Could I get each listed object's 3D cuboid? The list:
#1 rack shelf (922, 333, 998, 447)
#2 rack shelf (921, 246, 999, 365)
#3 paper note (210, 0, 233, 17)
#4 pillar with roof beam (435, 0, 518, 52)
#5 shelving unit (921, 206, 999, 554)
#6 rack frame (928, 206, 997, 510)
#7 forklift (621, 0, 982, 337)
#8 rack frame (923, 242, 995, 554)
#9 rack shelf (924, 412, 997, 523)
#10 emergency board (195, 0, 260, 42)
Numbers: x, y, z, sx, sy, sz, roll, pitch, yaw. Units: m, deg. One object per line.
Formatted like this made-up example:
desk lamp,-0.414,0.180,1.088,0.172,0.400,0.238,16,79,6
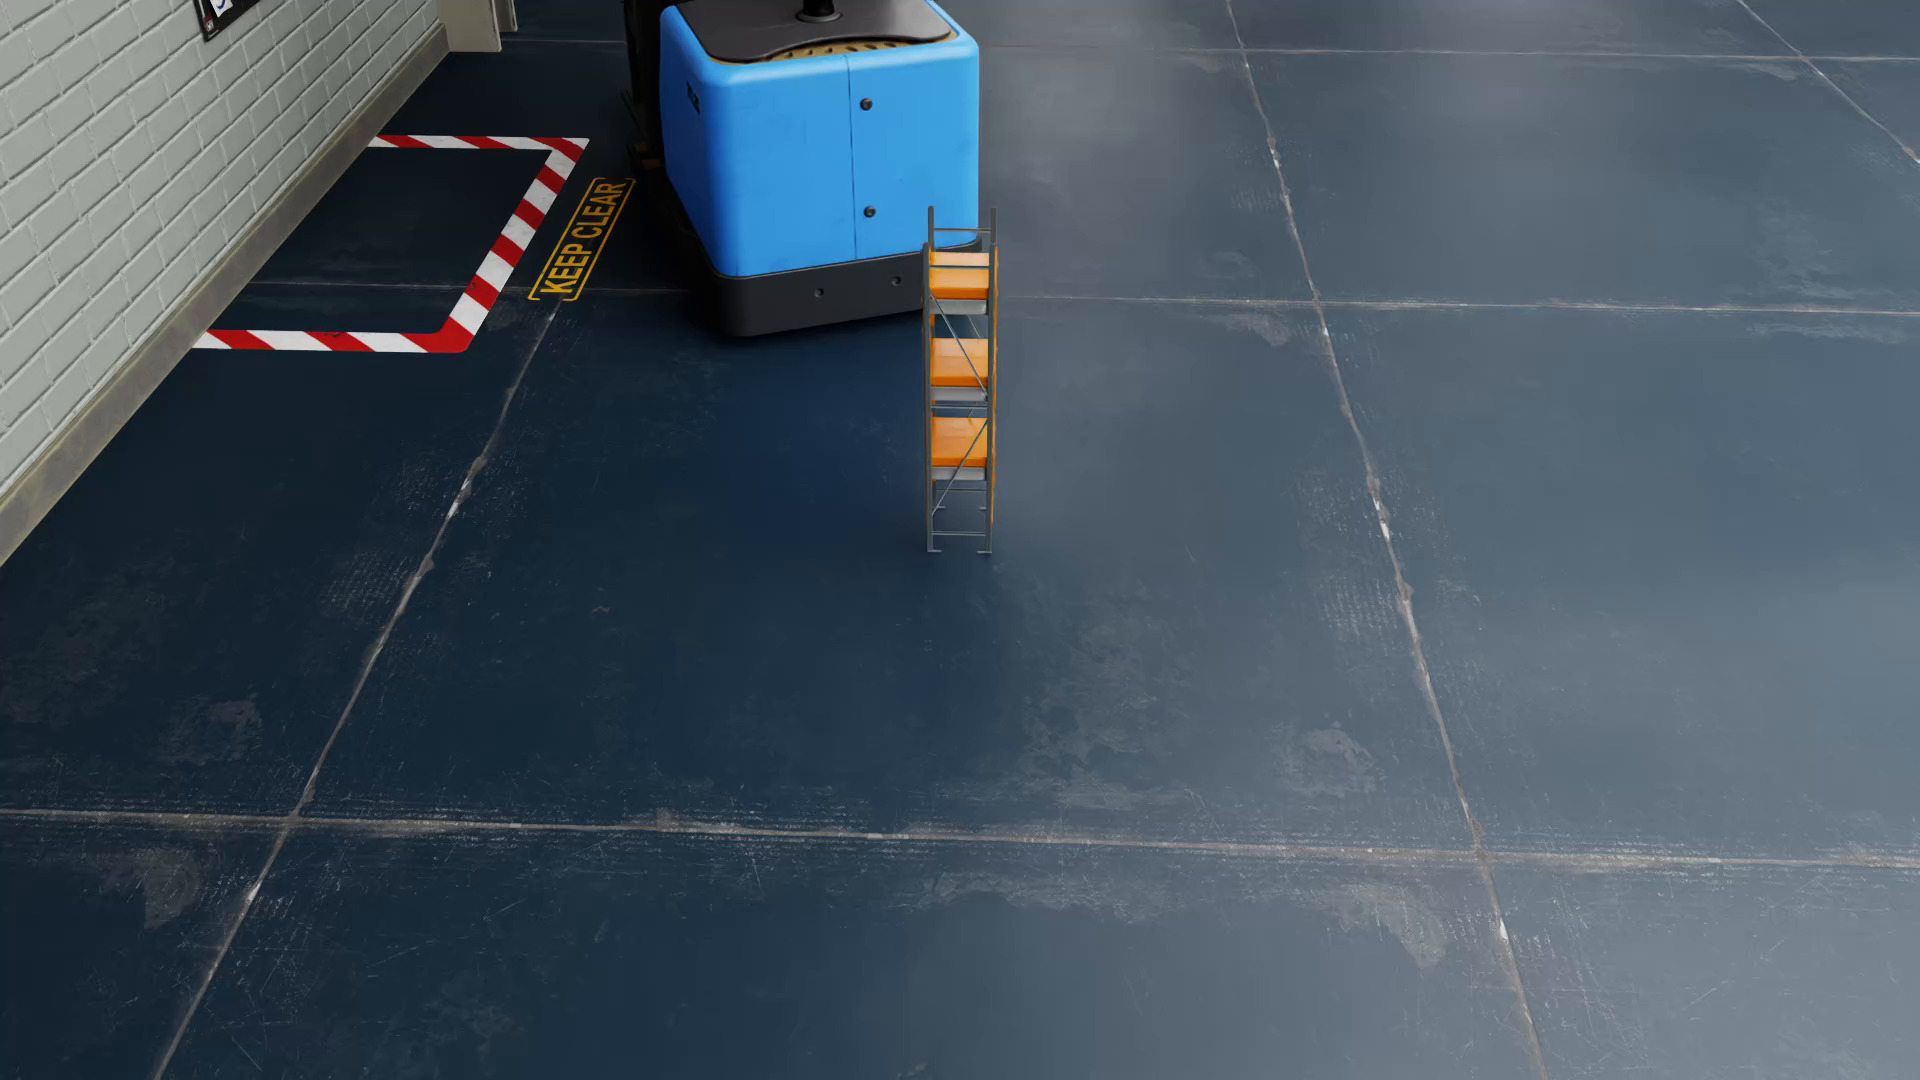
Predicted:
rack shelf,0.002,-0.452,4.998,0.215,0.259,0.240,1,35,2
rack shelf,0.002,-0.684,4.835,0.215,0.259,0.240,1,35,2
paper note,-2.859,-2.111,6.412,0.016,0.148,0.142,1,35,2
pillar with roof beam,1.656,-6.346,6.453,9.100,9.000,0.400,1,35,2
shelving unit,0.002,-0.460,4.992,0.215,1.050,0.252,1,35,2
rack frame,0.007,-0.530,5.092,0.200,1.050,0.008,1,35,2
forklift,-0.876,-2.802,6.688,1.130,2.935,3.031,-11,37,-15
rack frame,-0.003,-0.390,4.892,0.200,1.050,0.008,1,35,2
rack shelf,0.002,-0.224,5.158,0.215,0.259,0.240,1,35,2
emergency board,-2.801,-2.567,6.294,0.157,1.169,0.626,1,35,2
